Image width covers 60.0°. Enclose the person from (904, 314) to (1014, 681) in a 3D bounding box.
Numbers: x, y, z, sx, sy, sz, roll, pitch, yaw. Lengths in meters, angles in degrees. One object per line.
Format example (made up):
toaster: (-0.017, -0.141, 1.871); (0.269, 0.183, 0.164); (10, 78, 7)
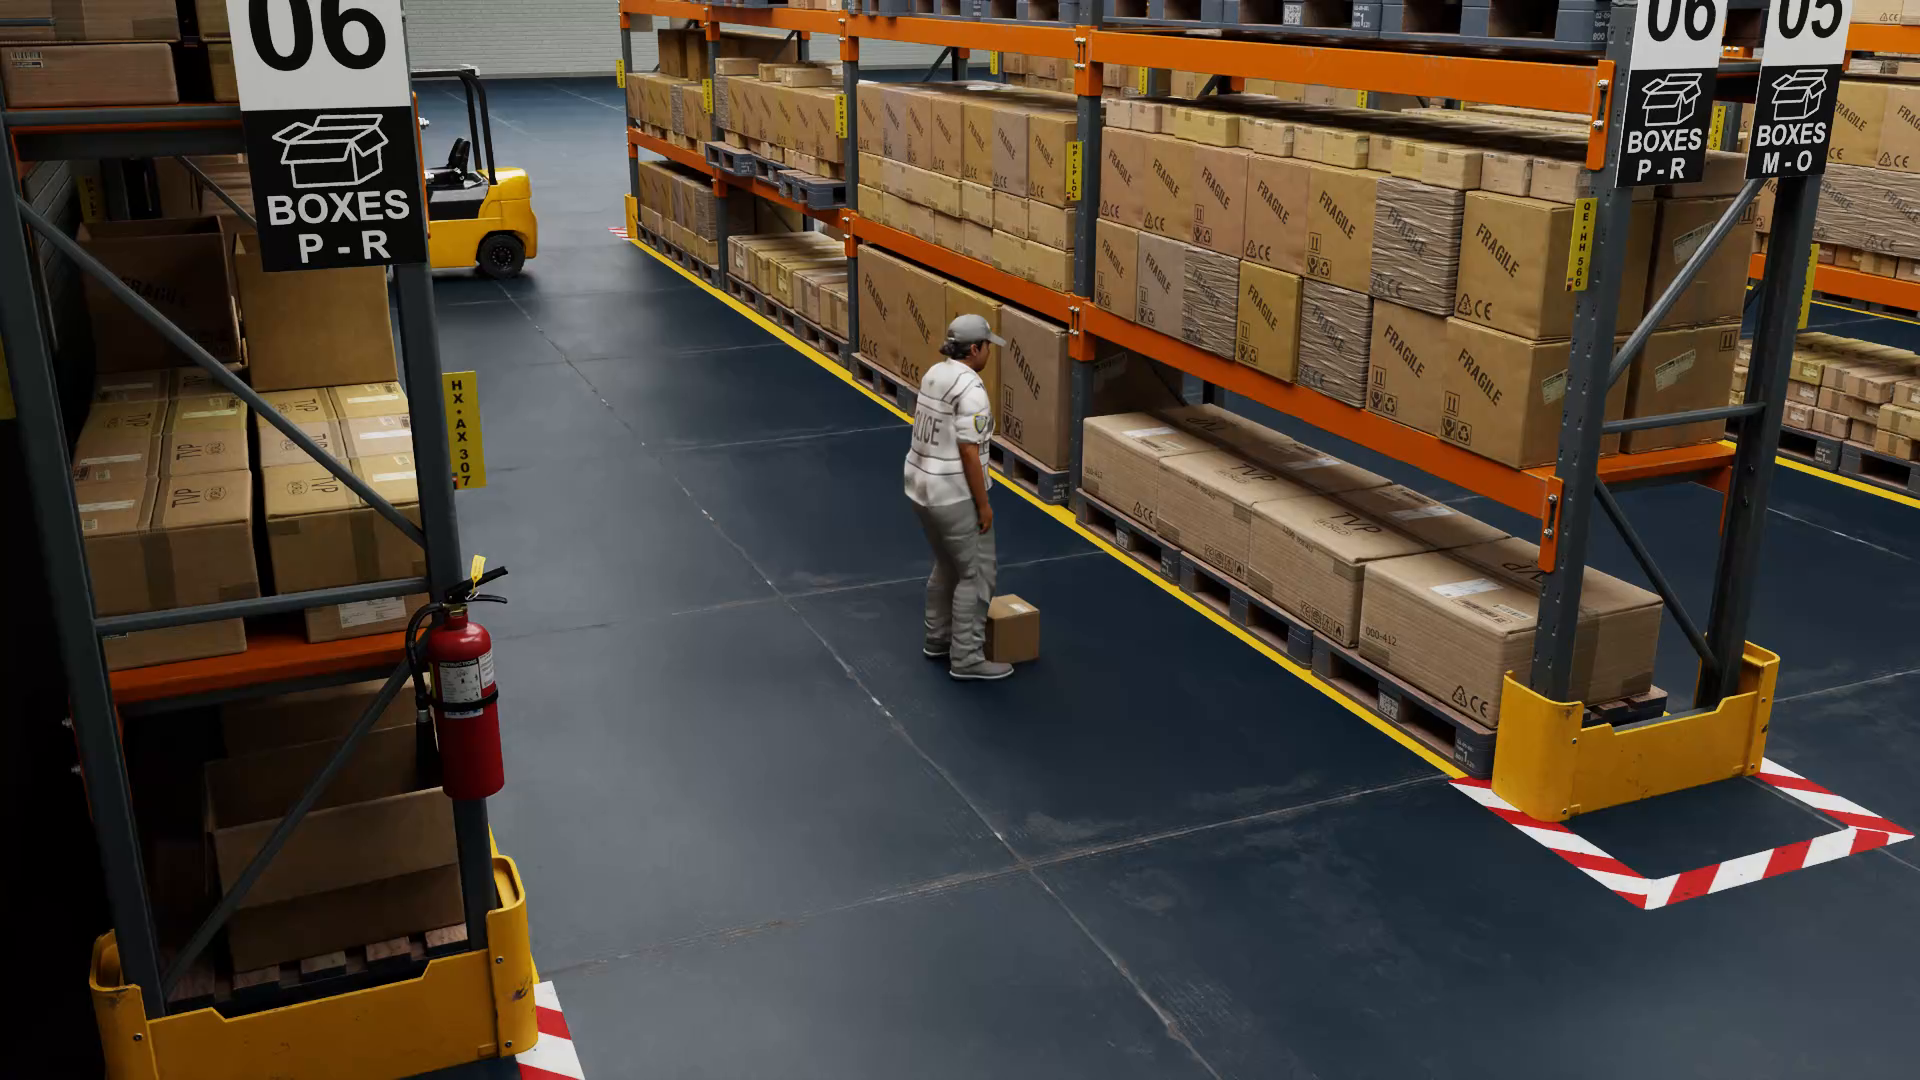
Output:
person: (0.007, -0.204, 7.650); (0.469, 1.664, 0.551); (-9, 21, -25)
